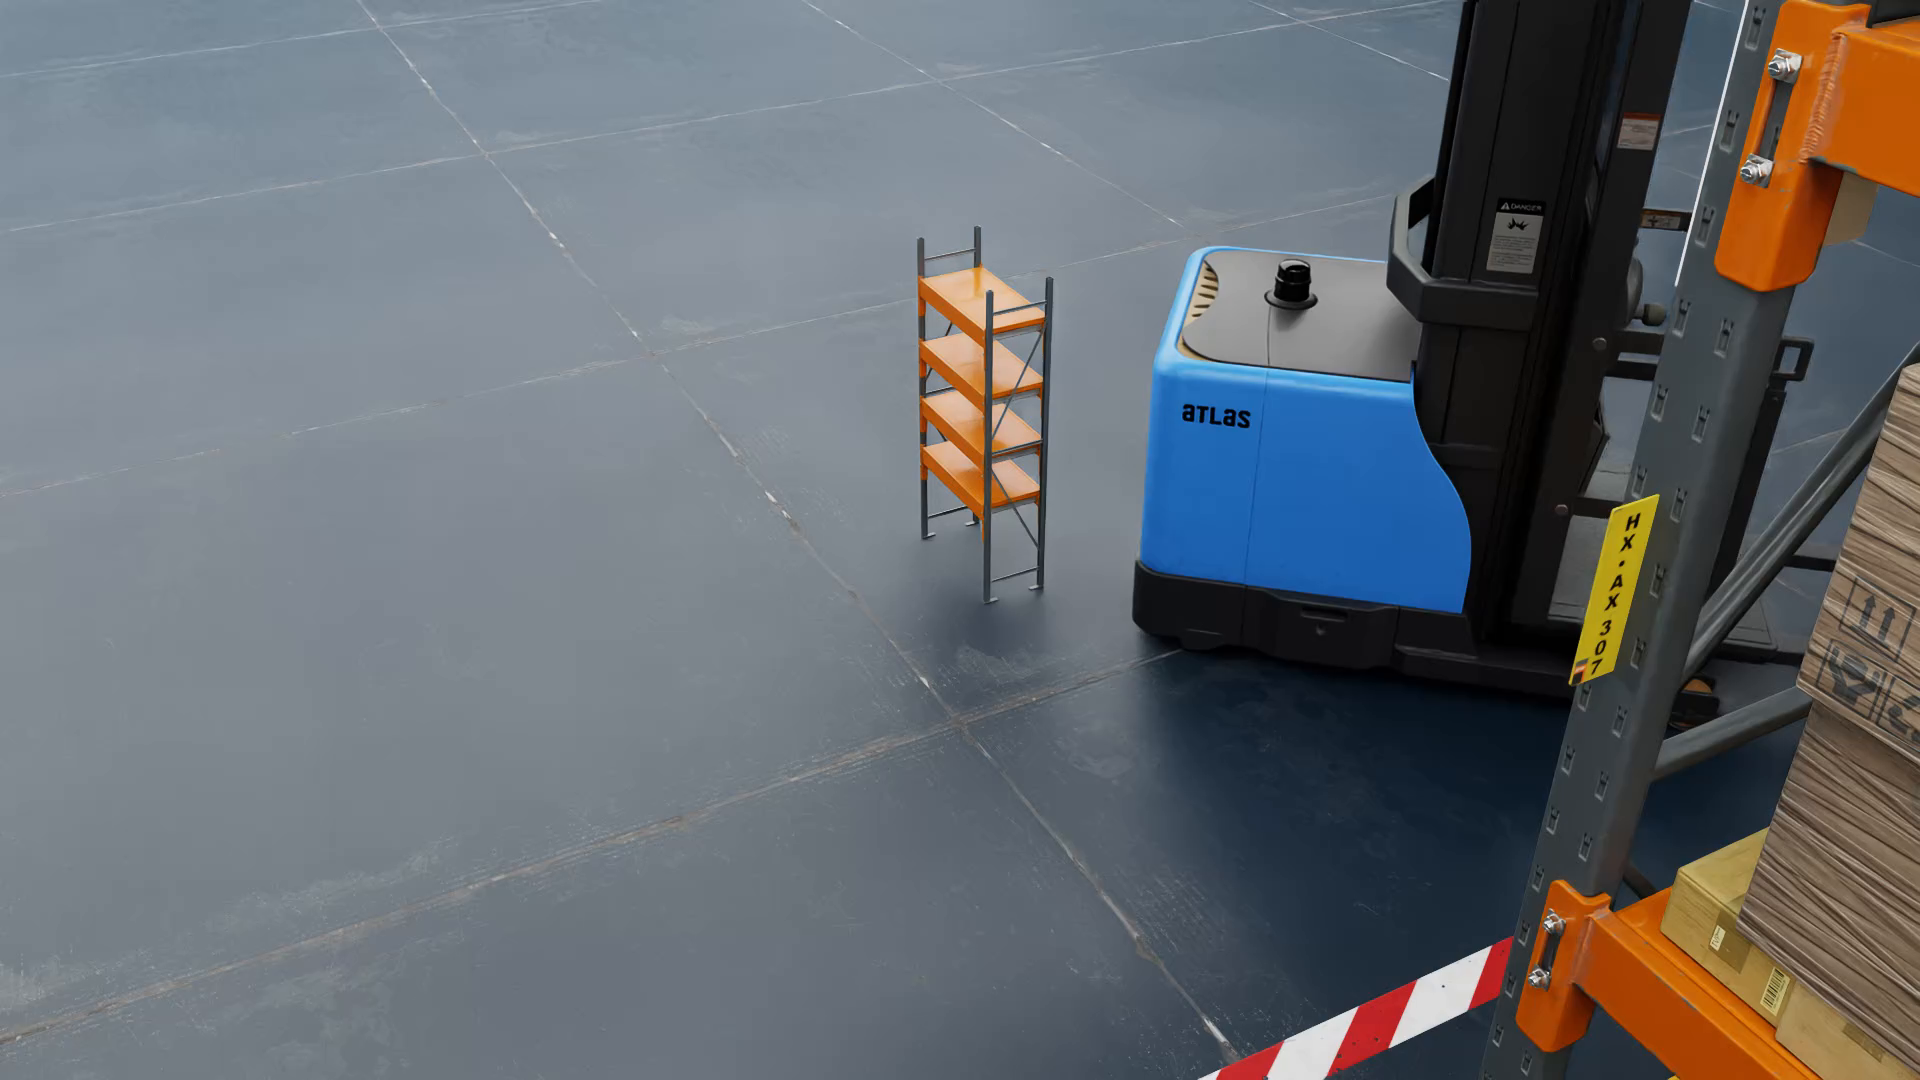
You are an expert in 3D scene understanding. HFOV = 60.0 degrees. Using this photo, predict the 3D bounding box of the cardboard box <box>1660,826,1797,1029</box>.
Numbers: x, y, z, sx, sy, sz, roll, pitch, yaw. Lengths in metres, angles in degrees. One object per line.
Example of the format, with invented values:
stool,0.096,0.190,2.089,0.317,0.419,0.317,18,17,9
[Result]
cardboard box,1.402,0.610,2.750,0.380,0.149,0.250,-16,36,-23

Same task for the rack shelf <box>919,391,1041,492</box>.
rack shelf,0.077,-0.370,5.839,0.258,0.148,0.480,-16,36,-23

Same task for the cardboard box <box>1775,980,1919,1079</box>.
cardboard box,1.502,0.734,2.556,0.380,0.149,0.250,-16,36,-23

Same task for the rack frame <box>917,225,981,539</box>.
rack frame,-0.037,-0.543,5.985,0.240,1.200,0.015,-16,36,-23

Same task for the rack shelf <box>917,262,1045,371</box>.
rack shelf,0.077,-0.757,5.591,0.258,0.148,0.480,-16,36,-23

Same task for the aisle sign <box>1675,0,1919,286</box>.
aisle sign,1.186,-0.740,2.215,0.394,0.787,0.004,-16,36,-23

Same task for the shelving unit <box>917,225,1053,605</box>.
shelving unit,0.077,-0.426,5.803,0.258,1.200,0.503,-16,36,-23

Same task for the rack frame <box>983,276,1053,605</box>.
rack frame,0.191,-0.310,5.621,0.240,1.200,0.015,-16,36,-23

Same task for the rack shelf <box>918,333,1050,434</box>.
rack shelf,0.077,-0.558,5.719,0.258,0.148,0.480,-16,36,-23

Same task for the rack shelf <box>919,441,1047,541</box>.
rack shelf,0.077,-0.202,5.946,0.258,0.148,0.480,-16,36,-23

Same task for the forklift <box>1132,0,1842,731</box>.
forklift,2.164,-0.944,5.007,3.031,2.935,1.130,8,33,12

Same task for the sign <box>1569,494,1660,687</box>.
sign,1.000,0.080,2.541,0.100,0.325,0.005,-16,36,-23

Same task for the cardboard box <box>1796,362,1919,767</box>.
cardboard box,1.495,0.051,2.094,0.500,0.500,0.500,-16,36,-23

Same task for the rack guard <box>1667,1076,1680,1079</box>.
rack guard,1.516,1.397,3.606,1.175,0.500,0.348,-16,36,-23

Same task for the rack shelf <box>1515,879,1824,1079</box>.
rack shelf,2.413,1.566,1.692,1.077,0.370,4.000,-16,36,-23

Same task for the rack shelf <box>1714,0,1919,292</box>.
rack shelf,2.413,0.303,0.883,1.077,0.370,4.000,-16,36,-23

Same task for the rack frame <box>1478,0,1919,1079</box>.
rack frame,1.477,0.309,2.987,0.949,2.616,0.053,-16,36,-23

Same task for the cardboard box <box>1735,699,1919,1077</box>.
cardboard box,1.712,0.410,2.460,0.875,0.500,0.500,-16,36,-23
